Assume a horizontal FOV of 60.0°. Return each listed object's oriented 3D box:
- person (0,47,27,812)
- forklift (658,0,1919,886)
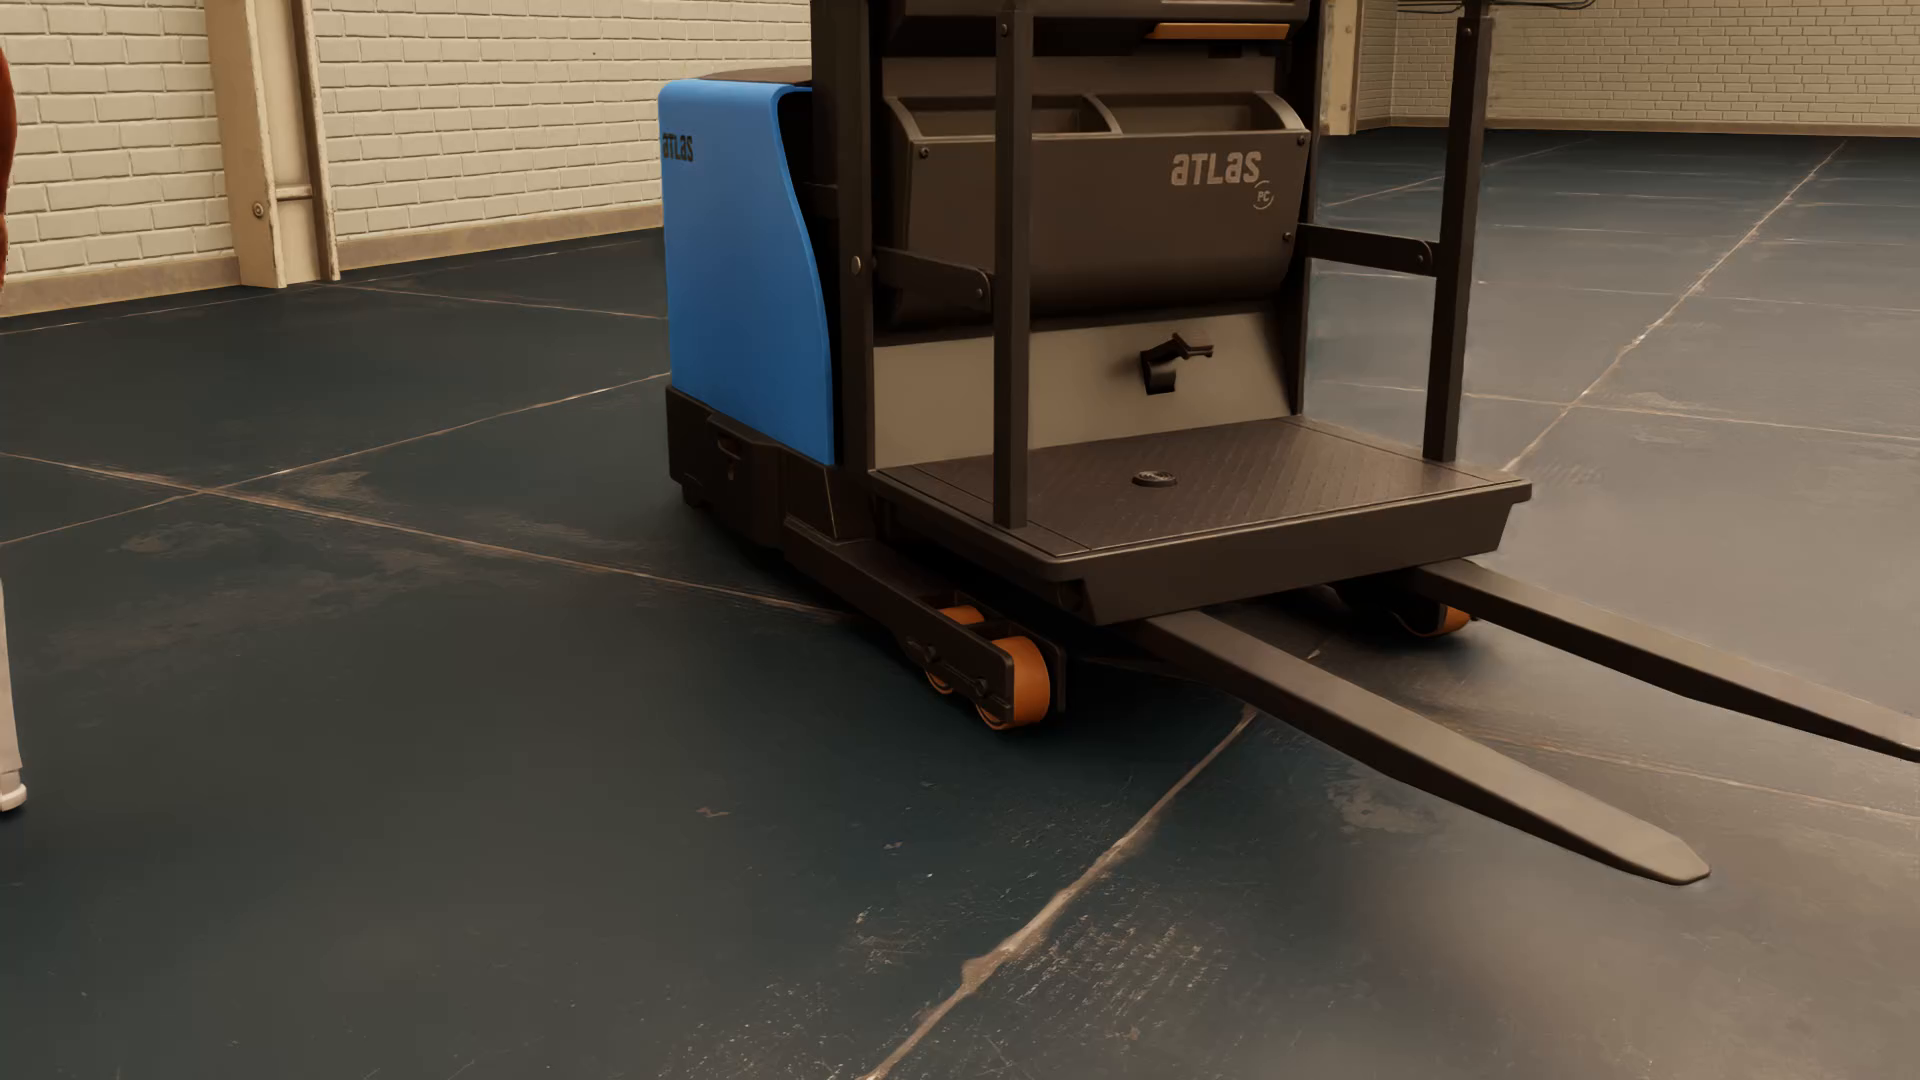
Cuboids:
[{"bbox_3d":[-1.624,-0.324,2.235,0.479,1.650,0.653,14,22,40],"label":"person"},{"bbox_3d":[0.390,-1.218,2.988,1.130,2.935,3.031,-9,19,-28],"label":"forklift"}]
